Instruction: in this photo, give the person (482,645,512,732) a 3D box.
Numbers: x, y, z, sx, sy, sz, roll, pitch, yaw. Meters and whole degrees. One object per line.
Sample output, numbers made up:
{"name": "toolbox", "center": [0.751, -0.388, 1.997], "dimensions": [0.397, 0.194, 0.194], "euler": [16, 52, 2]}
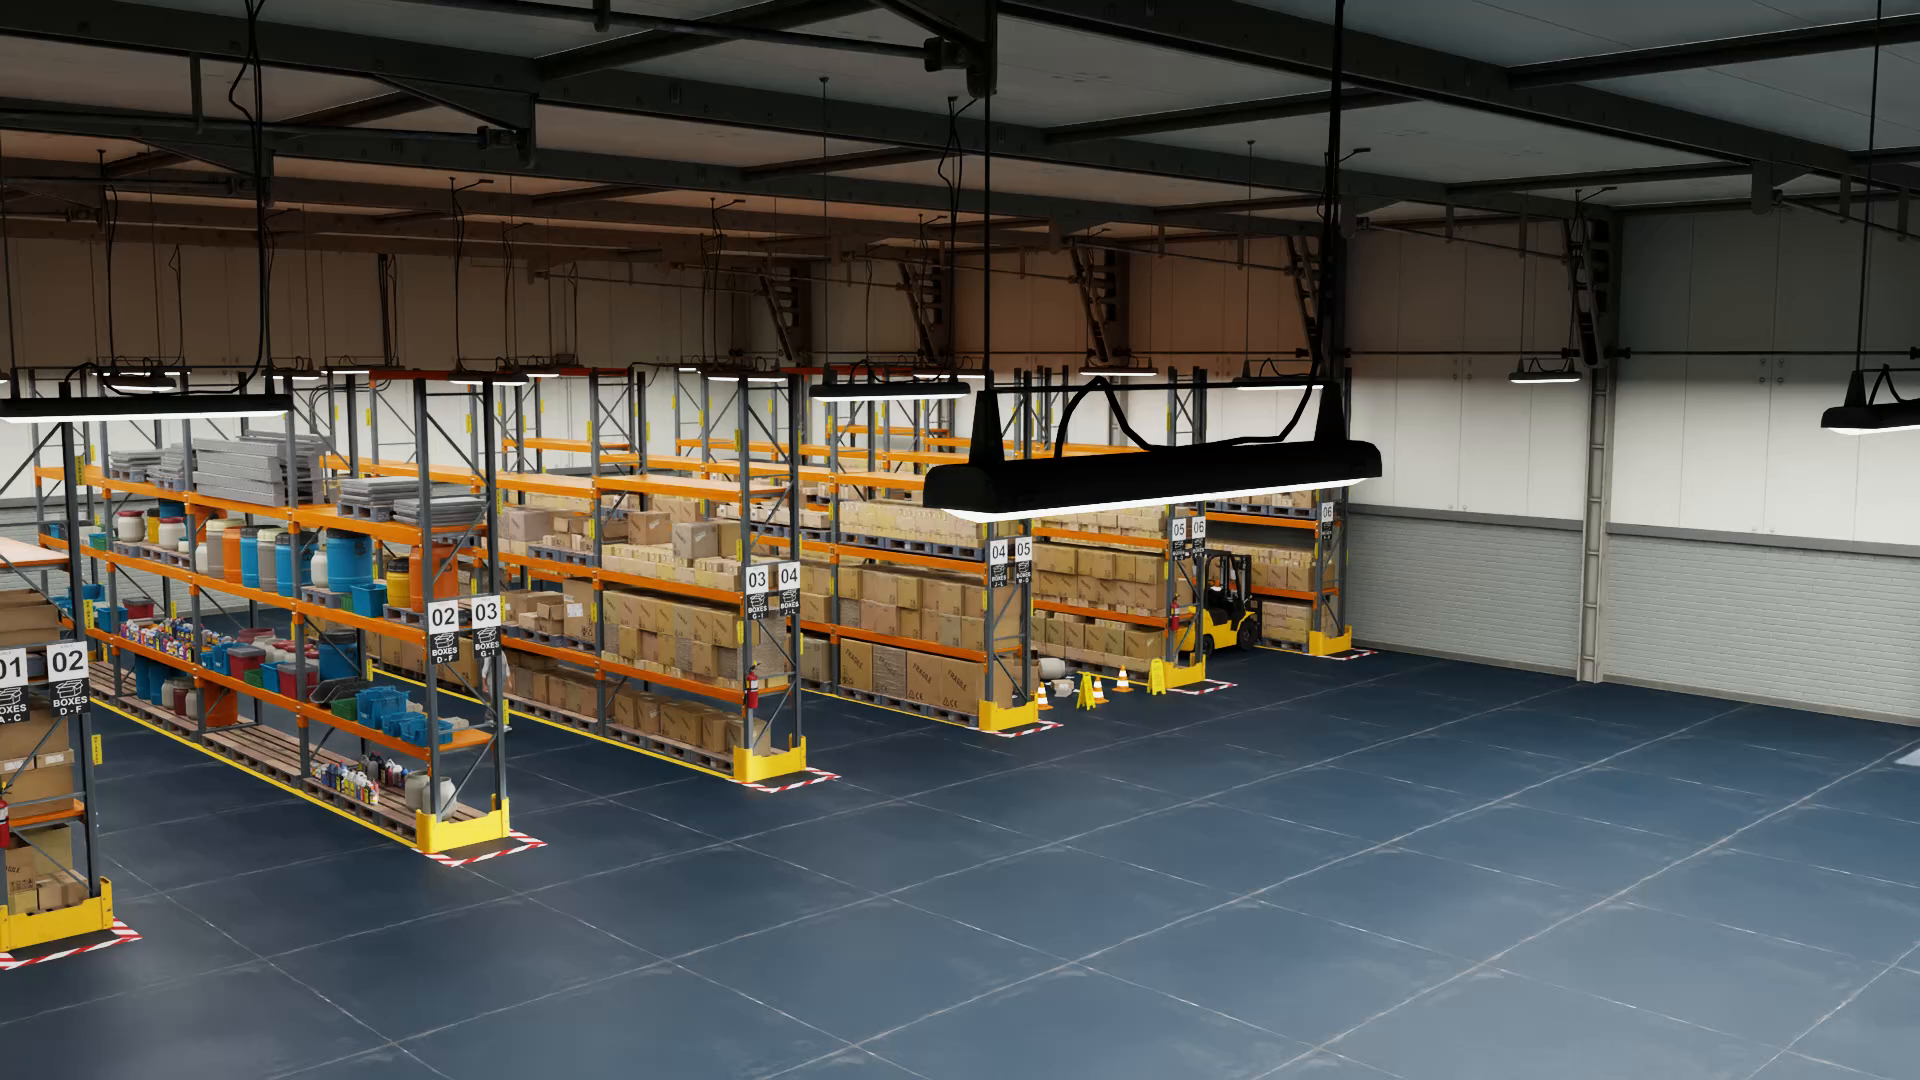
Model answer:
{"name": "person", "center": [-7.700, 2.416, 27.781], "dimensions": [0.968, 1.532, 0.433], "euler": [5, 8, 35]}
